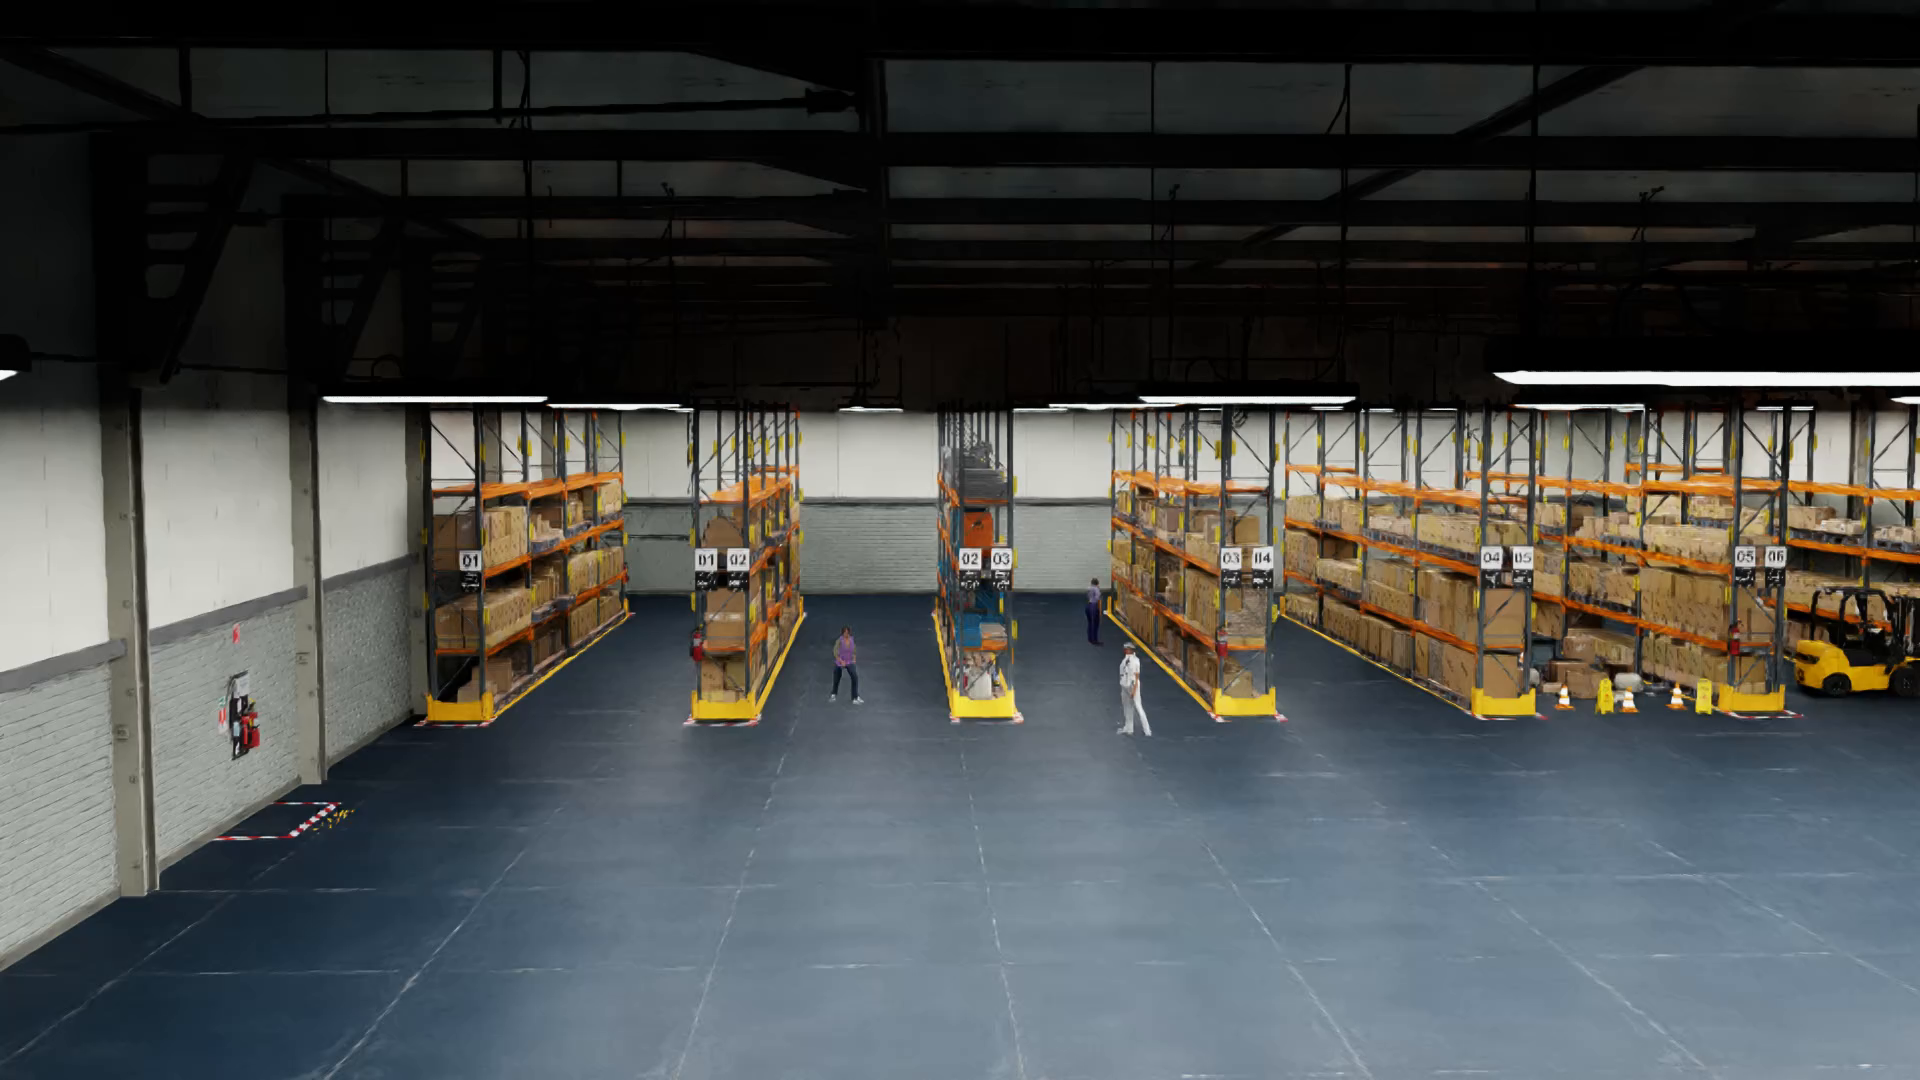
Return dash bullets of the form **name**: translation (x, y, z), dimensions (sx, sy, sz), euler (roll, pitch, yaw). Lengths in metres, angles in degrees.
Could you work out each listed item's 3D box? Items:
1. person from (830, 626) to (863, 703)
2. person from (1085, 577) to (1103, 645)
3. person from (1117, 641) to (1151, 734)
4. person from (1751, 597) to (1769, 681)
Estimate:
- **person**: translation (-2.280, 2.444, 32.964), dimensions (0.561, 1.525, 0.788), euler (-2, 5, -20)
- **person**: translation (3.373, 1.752, 41.381), dimensions (0.445, 1.646, 0.579), euler (-3, 5, -32)
- **person**: translation (3.129, 2.641, 29.746), dimensions (0.481, 1.669, 0.648), euler (-2, 5, -28)
- **person**: translation (17.061, 2.109, 35.652), dimensions (0.583, 1.782, 0.665), euler (2, 5, 29)
